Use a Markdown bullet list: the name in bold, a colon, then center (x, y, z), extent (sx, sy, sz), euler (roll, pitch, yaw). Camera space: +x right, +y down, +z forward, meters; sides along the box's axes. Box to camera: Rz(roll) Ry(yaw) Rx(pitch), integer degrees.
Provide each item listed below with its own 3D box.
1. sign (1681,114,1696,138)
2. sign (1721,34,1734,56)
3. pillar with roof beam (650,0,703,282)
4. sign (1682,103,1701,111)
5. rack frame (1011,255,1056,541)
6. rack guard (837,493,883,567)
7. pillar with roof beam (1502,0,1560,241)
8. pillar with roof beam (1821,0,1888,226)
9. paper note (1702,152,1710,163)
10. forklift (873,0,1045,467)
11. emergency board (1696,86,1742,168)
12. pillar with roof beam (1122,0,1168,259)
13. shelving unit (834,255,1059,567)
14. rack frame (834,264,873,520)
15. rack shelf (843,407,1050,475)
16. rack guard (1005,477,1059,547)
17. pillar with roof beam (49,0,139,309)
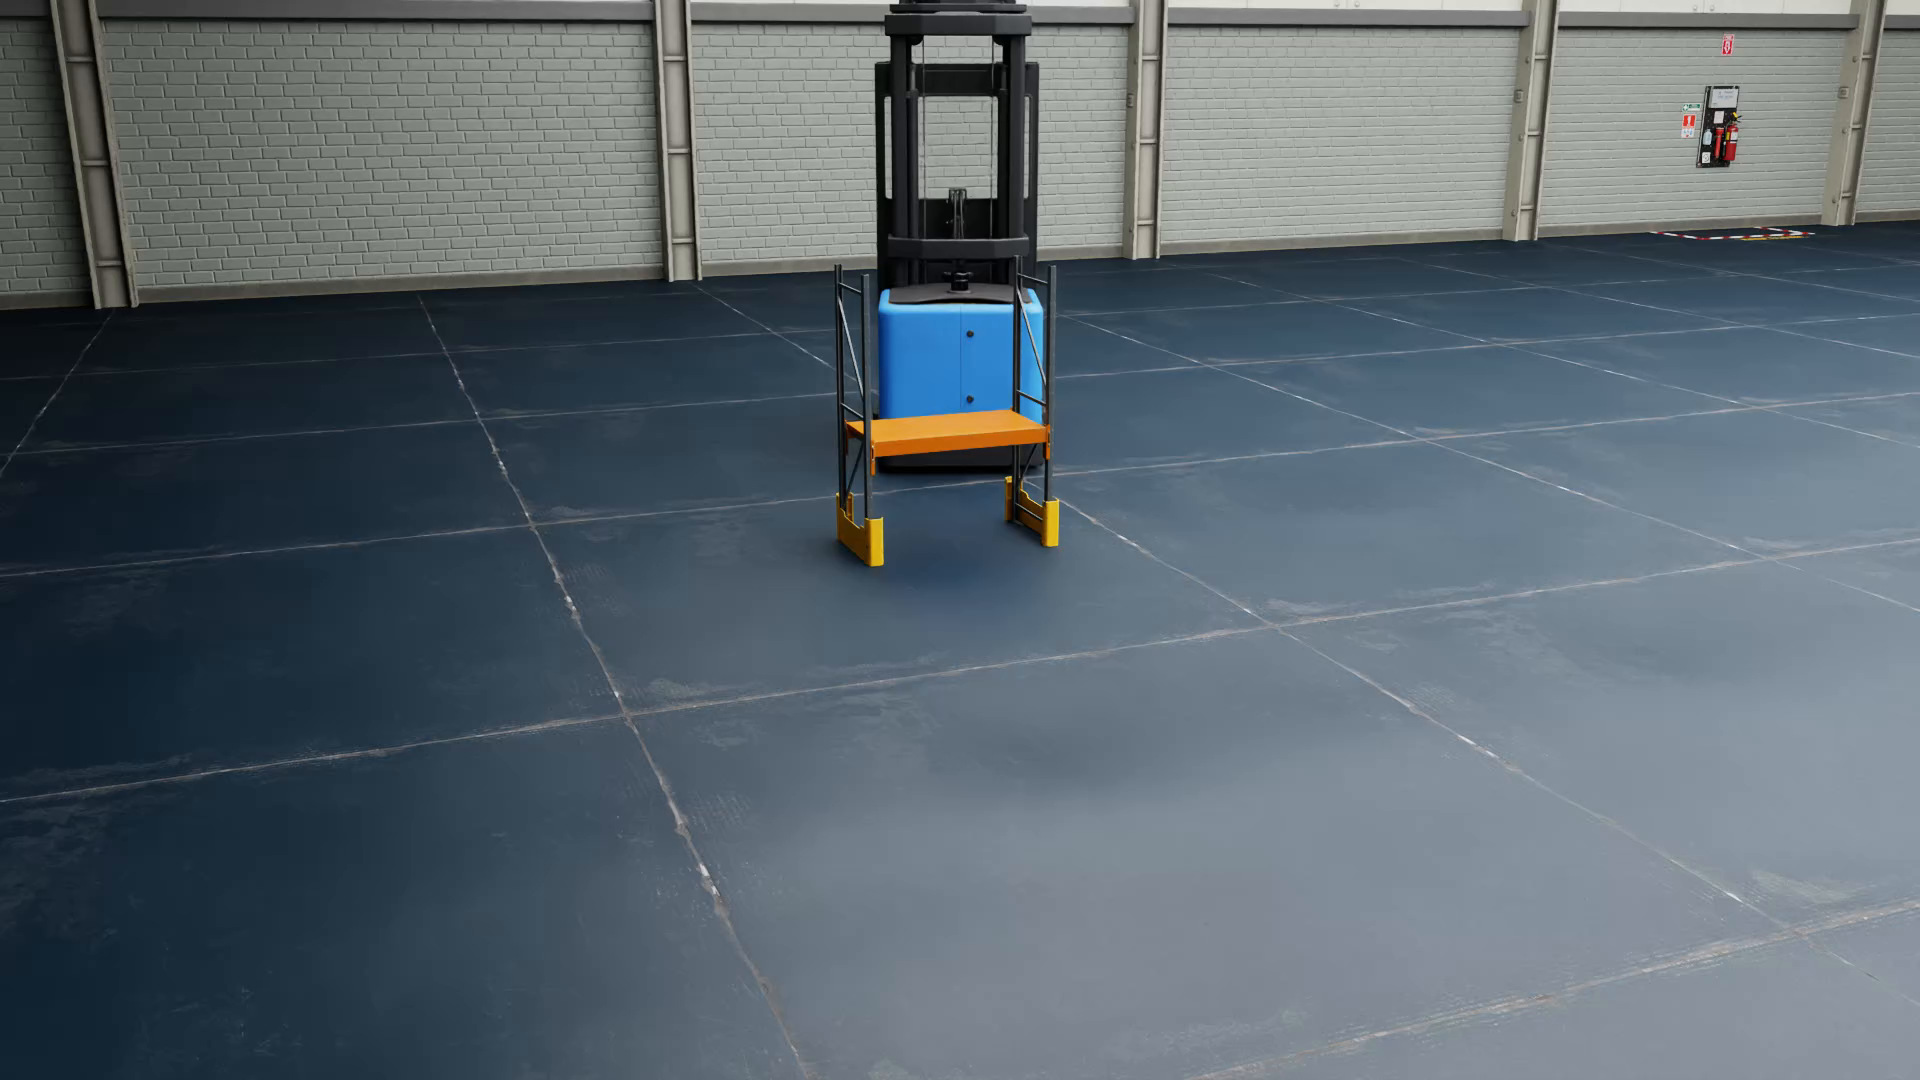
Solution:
- **sign**: center (10.680, -6.068, 24.375), extent (0.234, 0.329, 0.001), euler (-6, 17, -20)
- **sign**: center (11.190, -7.217, 24.237), extent (0.199, 0.298, 0.001), euler (-6, 17, -20)
- **pillar with roof beam**: center (-1.713, -6.250, 14.409), extent (0.400, 9.000, 9.100), euler (-6, 17, -20)
- **sign**: center (10.687, -6.320, 24.294), extent (0.331, 0.109, 0.001), euler (-6, 17, -20)
- **rack frame**: center (0.395, -0.762, 9.032), extent (0.032, 1.500, 0.500), euler (-6, 17, -20)
- **rack guard**: center (-0.536, -0.062, 8.866), extent (0.087, 0.250, 0.587), euler (-6, 17, -20)
- **pillar with roof beam**: center (9.492, -7.460, 18.529), extent (0.400, 9.000, 9.100), euler (-6, 17, -20)
- **pillar with roof beam**: center (15.095, -8.064, 20.589), extent (0.400, 9.000, 9.100), euler (-6, 17, -20)
- **paper note**: center (11.043, -5.657, 24.603), extent (0.142, 0.148, 0.016), euler (-6, 17, -20)
- **forklift**: center (-0.026, -2.225, 11.473), extent (1.130, 2.935, 3.031), euler (0, 16, -1)
- **emergency board**: center (11.233, -6.080, 24.477), extent (0.643, 1.169, 0.194), euler (-6, 17, -20)
- **pillar with roof beam**: center (3.889, -6.855, 16.469), extent (0.400, 9.000, 9.100), euler (-6, 17, -20)
- **shelving unit**: center (-0.071, -0.712, 8.861), extent (1.083, 1.500, 0.587), euler (-6, 17, -20)
- **rack frame**: center (-0.554, -0.660, 8.683), extent (0.032, 1.500, 0.500), euler (-6, 17, -20)
- **rack shelf**: center (-0.080, -0.538, 8.908), extent (1.000, 0.185, 0.538), euler (-6, 17, -20)
- **rack guard**: center (0.394, -0.162, 9.208), extent (0.087, 0.250, 0.587), euler (-6, 17, -20)
- **pillar with roof beam**: center (-7.316, -5.645, 12.349), extent (0.400, 9.000, 9.100), euler (-6, 17, -20)
